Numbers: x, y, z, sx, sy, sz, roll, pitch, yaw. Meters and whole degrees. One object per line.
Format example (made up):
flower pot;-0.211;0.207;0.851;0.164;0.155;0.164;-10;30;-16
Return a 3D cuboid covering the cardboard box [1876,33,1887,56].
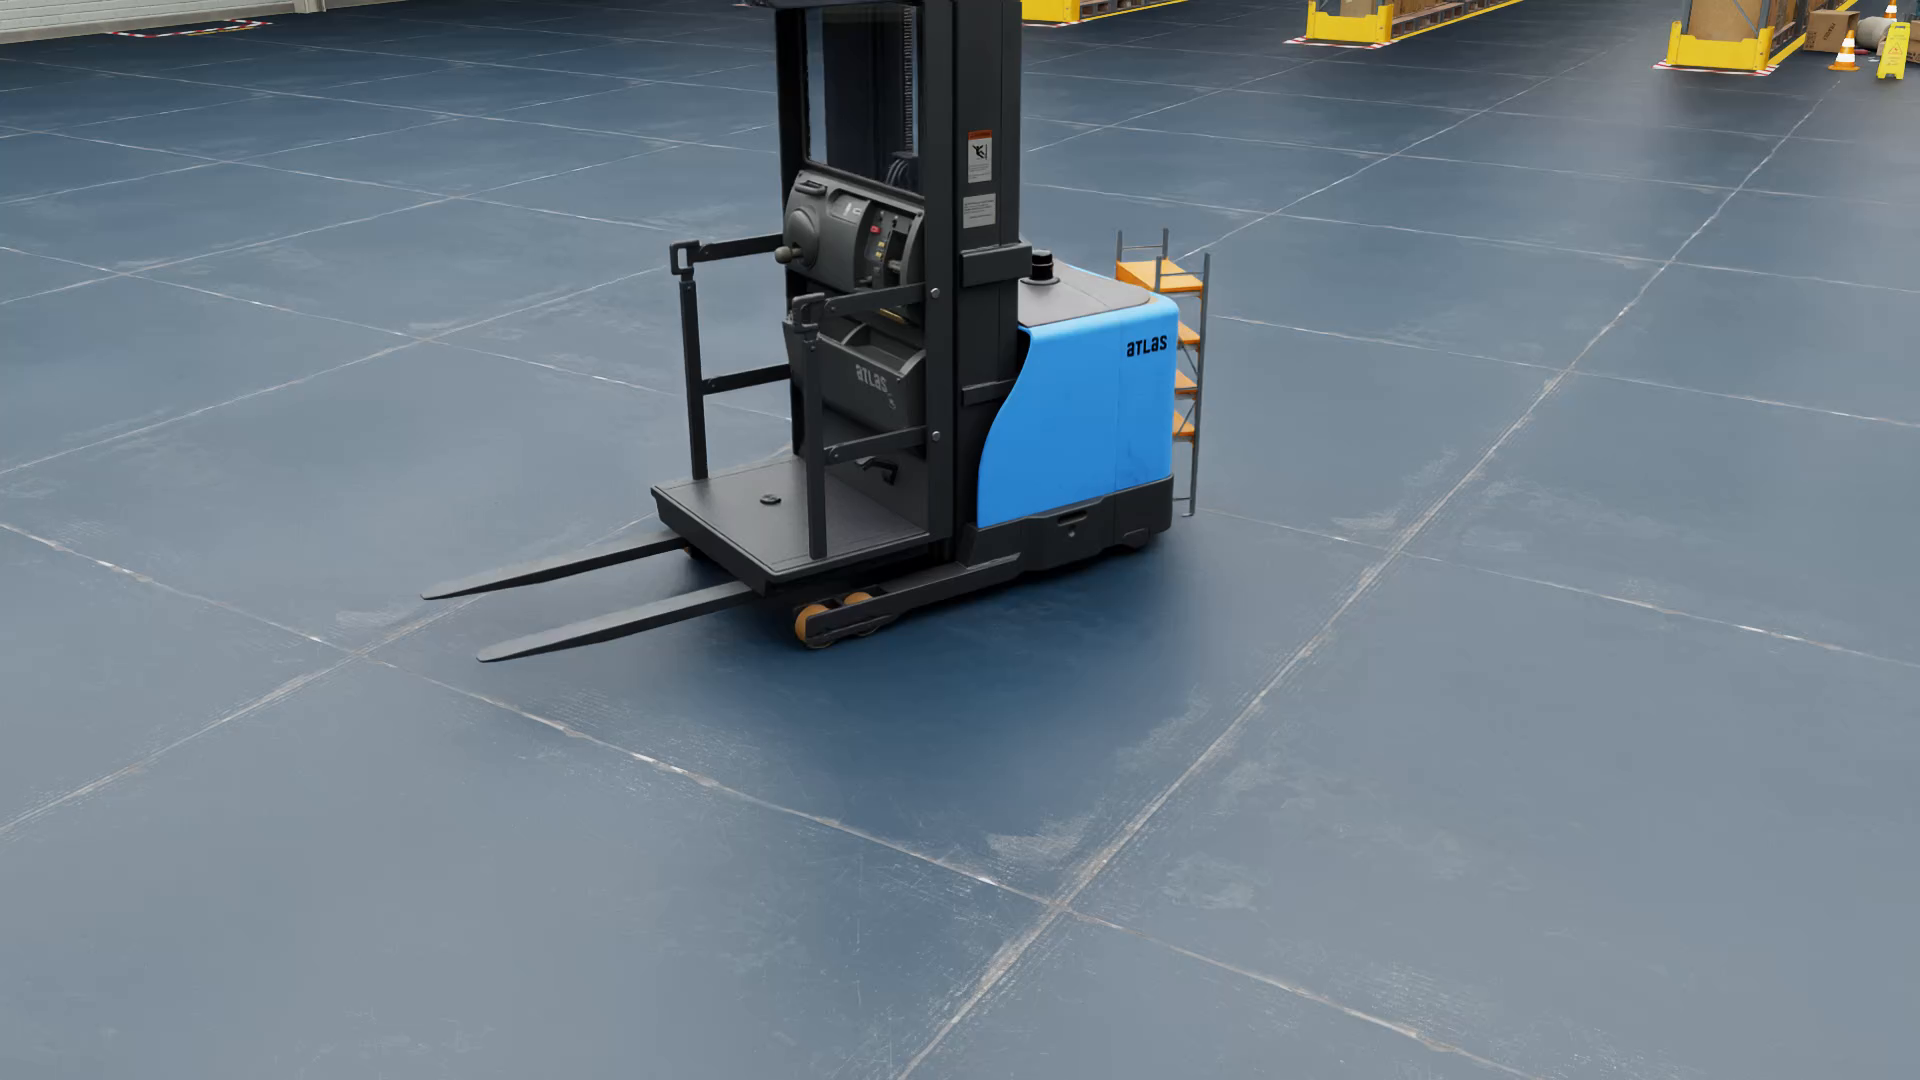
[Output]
cardboard box;12.442;-6.577;22.107;0.396;0.266;0.258;20;30;38

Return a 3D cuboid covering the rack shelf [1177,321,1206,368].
rack shelf;0.880;-0.890;7.401;0.258;0.148;0.480;-6;24;-13

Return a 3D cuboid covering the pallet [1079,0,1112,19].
pallet;1.739;-8.588;26.822;1.003;0.211;1.213;14;27;29

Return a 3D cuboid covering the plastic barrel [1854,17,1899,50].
plastic barrel;12.488;-6.911;22.681;0.421;0.421;0.512;-7;24;-17

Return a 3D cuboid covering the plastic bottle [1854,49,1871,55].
plastic bottle;12.043;-6.543;22.287;0.283;0.061;0.133;5;24;11

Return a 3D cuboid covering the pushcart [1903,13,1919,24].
pushcart;14.079;-7.052;23.064;1.648;0.377;0.936;5;24;11

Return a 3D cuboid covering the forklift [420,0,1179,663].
forklift;-0.588;-1.171;6.265;3.031;2.935;1.130;-15;28;-31

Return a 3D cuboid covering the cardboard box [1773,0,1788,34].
cardboard box;10.920;-7.512;22.973;0.875;0.875;0.875;14;27;29

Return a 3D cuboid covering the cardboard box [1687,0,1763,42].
cardboard box;9.975;-6.908;21.577;0.875;0.875;0.875;14;27;29

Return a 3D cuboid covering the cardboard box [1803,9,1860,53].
cardboard box;11.837;-6.912;22.585;0.500;0.500;0.500;20;30;38

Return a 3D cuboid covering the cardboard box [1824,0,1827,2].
cardboard box;13.496;-9.121;26.847;1.050;0.750;0.750;13;27;28

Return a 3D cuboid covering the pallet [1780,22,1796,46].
pallet;11.316;-7.277;23.795;1.003;0.211;1.213;14;27;29

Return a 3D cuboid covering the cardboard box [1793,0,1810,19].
cardboard box;12.035;-8.186;24.687;1.050;0.750;0.750;14;27;29

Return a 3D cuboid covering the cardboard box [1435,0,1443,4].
cardboard box;7.378;-8.790;26.396;0.500;0.500;0.500;13;27;27

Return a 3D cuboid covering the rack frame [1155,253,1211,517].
rack frame;0.941;-0.652;7.247;0.240;1.200;0.015;-6;24;-13

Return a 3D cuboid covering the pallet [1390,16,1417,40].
pallet;6.012;-7.534;24.387;1.003;0.211;1.213;14;27;29

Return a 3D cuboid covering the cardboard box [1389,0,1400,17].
cardboard box;6.143;-7.983;24.532;0.500;0.500;0.500;-20;31;-39

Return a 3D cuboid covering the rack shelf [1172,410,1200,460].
rack shelf;0.880;-0.502;7.569;0.258;0.148;0.480;-6;24;-13

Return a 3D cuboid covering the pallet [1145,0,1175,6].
pallet;3.026;-9.411;28.724;1.003;0.211;1.213;14;27;29

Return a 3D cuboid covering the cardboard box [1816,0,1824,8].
cardboard box;13.038;-8.825;26.163;1.050;0.750;0.750;14;27;30

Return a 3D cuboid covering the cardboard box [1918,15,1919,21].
cardboard box;13.194;-6.801;22.157;0.797;0.637;0.503;14;27;29

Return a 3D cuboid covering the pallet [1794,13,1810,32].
pallet;12.127;-7.794;24.988;1.003;0.211;1.213;14;27;29

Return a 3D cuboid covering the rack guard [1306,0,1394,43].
rack guard;5.553;-7.399;23.713;1.175;0.500;0.348;14;27;29

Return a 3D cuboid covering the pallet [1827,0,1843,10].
pallet;14.307;-9.131;28.077;1.003;0.211;1.213;14;27;29

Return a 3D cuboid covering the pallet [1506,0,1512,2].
pallet;9.320;-9.678;29.340;1.003;0.211;1.213;14;27;29

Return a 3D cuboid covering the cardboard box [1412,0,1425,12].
cardboard box;6.822;-8.369;25.424;0.500;0.500;0.500;11;26;24

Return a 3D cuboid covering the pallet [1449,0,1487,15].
pallet;8.033;-8.854;27.437;1.003;0.211;1.213;14;27;29

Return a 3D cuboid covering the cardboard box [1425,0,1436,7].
cardboard box;7.082;-8.595;25.946;0.500;0.500;0.500;-18;29;-36

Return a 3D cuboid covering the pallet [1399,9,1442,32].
pallet;6.656;-7.944;25.334;1.003;0.211;1.213;14;27;29

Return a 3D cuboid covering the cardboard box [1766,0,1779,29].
cardboard box;10.438;-7.205;22.264;0.875;0.875;0.875;13;27;28

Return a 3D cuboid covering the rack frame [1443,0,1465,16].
rack frame;7.623;-9.871;26.276;1.000;3.000;0.127;14;27;29

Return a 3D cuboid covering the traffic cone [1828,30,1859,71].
traffic cone;11.160;-6.165;20.908;0.336;0.463;0.334;14;27;29

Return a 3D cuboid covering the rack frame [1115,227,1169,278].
rack frame;0.819;-0.840;7.680;0.240;1.200;0.015;-6;24;-13

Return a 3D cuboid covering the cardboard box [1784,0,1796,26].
cardboard box;11.392;-7.817;23.678;0.875;0.875;0.875;14;27;30

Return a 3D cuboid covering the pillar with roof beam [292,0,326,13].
pillar with roof beam;-6.985;-11.878;23.361;9.100;9.000;0.400;14;27;29

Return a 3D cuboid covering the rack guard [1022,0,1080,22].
rack guard;1.305;-8.447;26.133;1.175;0.500;0.348;14;27;29

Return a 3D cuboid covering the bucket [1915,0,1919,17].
bucket;13.671;-7.464;22.922;0.620;0.611;0.726;-6;22;-39

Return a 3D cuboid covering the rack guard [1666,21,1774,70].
rack guard;9.661;-6.292;21.155;1.175;0.500;0.348;14;27;29

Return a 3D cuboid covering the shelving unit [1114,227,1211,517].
shelving unit;0.880;-0.746;7.463;0.258;1.200;0.503;-6;24;-13

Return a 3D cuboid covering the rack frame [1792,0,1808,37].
rack frame;11.784;-8.797;23.796;1.000;3.000;0.127;14;27;29

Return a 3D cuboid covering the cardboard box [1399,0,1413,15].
cardboard box;6.489;-8.190;25.011;0.500;0.500;0.500;17;29;34

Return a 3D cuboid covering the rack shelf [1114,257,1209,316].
rack shelf;0.880;-1.107;7.307;0.258;0.148;0.480;-6;24;-13

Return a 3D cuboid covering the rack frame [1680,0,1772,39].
rack frame;9.674;-7.447;20.677;1.000;3.000;0.127;14;27;29

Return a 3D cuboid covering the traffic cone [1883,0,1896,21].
traffic cone;13.774;-7.769;24.614;0.336;0.463;0.334;14;27;29

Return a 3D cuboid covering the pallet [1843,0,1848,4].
pallet;14.951;-9.541;29.024;1.003;0.211;1.213;14;27;29

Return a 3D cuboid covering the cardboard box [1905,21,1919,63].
cardboard box;12.708;-6.422;21.451;0.797;0.503;0.637;-3;24;-7

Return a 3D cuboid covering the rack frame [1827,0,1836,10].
rack frame;13.894;-10.147;26.914;1.000;3.000;0.127;14;27;29

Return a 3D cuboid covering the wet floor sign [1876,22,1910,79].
wet floor sign;11.341;-5.942;20.164;0.267;0.644;0.232;9;25;20

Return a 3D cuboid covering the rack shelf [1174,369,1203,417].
rack shelf;0.880;-0.684;7.490;0.258;0.148;0.480;-6;24;-13

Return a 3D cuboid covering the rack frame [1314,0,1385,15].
rack frame;5.513;-8.521;23.157;1.000;3.000;0.127;14;27;29

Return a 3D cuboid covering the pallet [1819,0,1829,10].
pallet;13.414;-8.617;26.890;1.003;0.211;1.213;14;27;29

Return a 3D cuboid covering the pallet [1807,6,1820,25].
pallet;12.769;-8.207;25.943;1.003;0.211;1.213;14;27;29

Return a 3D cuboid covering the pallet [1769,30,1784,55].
pallet;10.673;-6.864;22.840;1.003;0.211;1.213;14;27;29

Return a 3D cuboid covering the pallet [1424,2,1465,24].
pallet;7.299;-8.357;26.289;1.003;0.211;1.213;14;27;29

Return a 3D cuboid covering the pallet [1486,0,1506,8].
pallet;8.675;-9.268;28.392;1.003;0.211;1.213;14;27;29

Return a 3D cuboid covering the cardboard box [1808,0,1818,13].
cardboard box;12.547;-8.511;25.437;1.050;0.750;0.750;14;27;29

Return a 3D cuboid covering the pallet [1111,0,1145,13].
pallet;2.383;-8.998;27.769;1.003;0.211;1.213;14;27;29

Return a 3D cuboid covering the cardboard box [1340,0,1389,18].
cardboard box;5.857;-7.774;24.049;0.500;0.500;0.500;20;30;38
